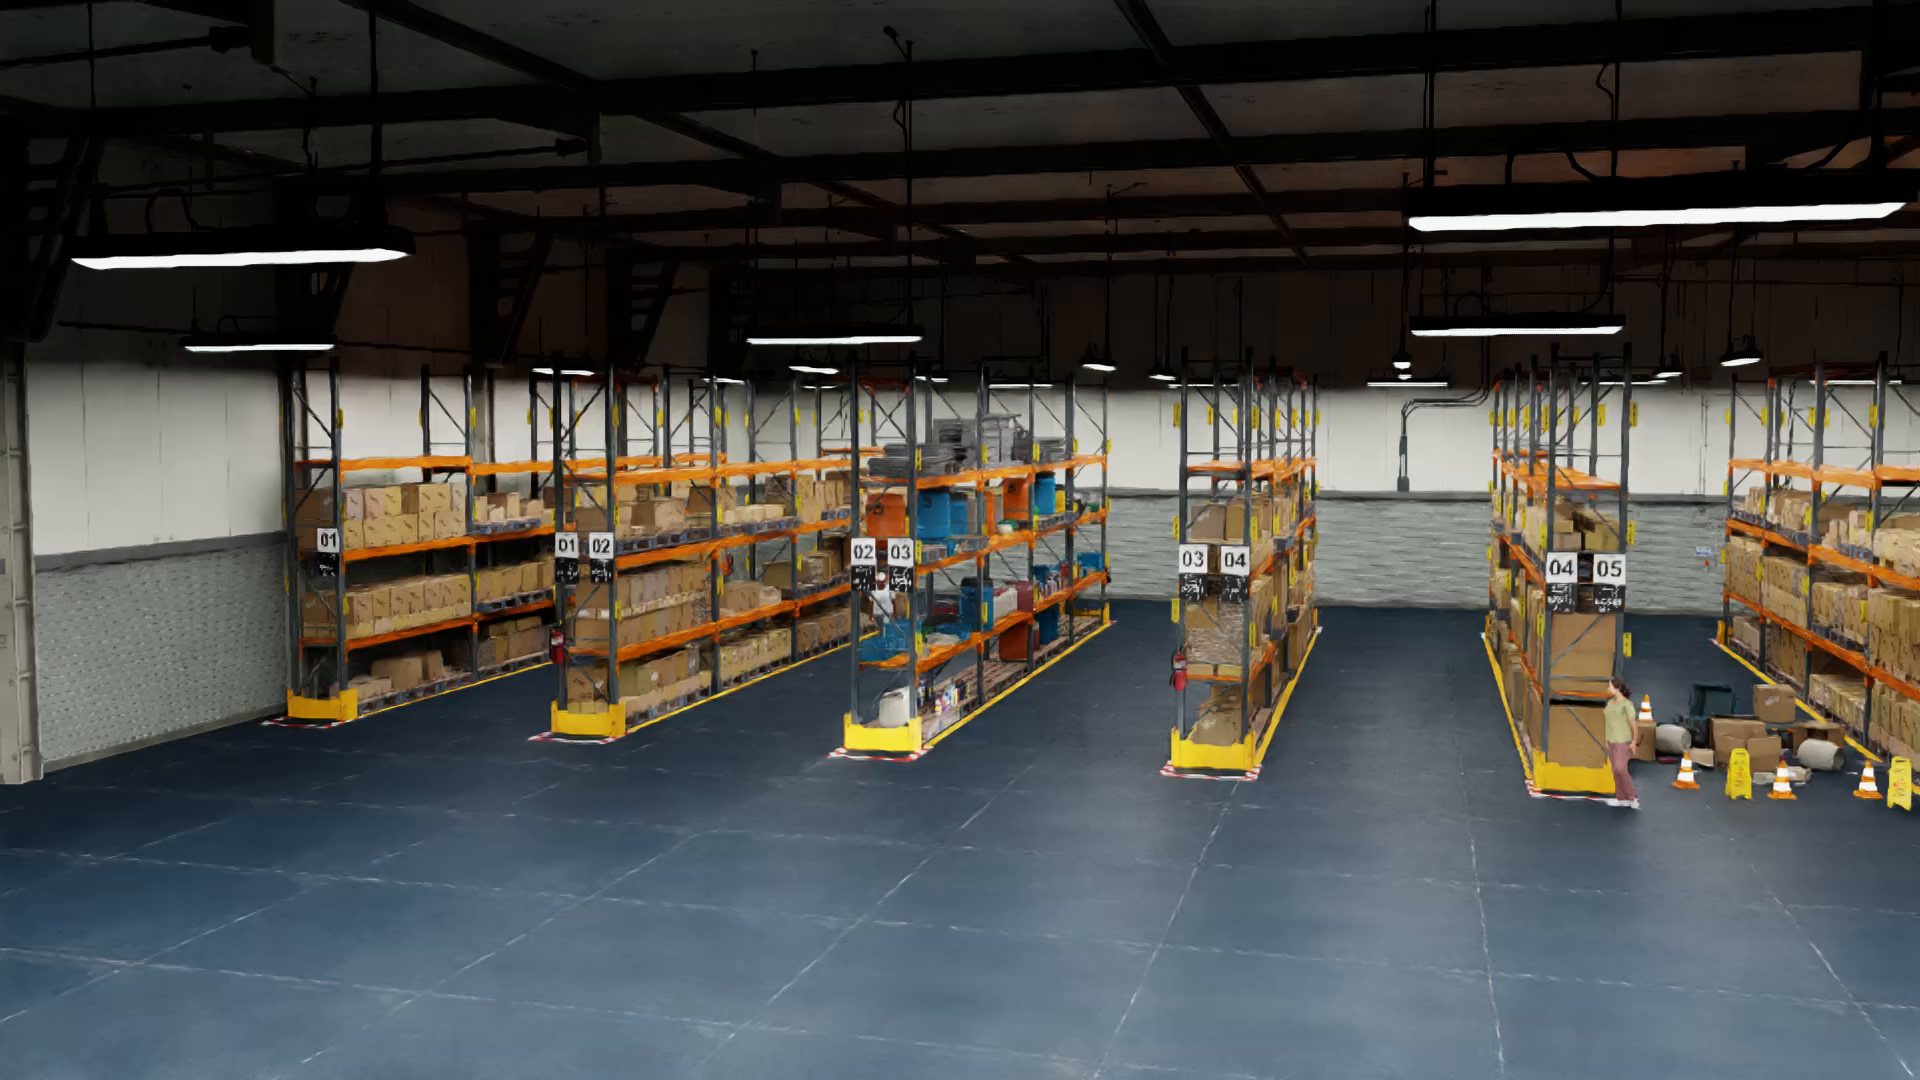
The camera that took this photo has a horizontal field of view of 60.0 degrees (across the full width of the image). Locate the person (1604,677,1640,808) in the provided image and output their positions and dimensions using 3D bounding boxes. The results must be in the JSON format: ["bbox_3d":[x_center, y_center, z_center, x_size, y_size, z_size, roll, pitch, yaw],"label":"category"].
[{"bbox_3d":[8.502,2.595,21.342,0.373,1.665,0.571,-1,4,-17],"label":"person"}]

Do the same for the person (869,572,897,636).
[{"bbox_3d":[-1.685,1.532,35.575,0.575,1.683,1.113,1,4,13],"label":"person"}]
